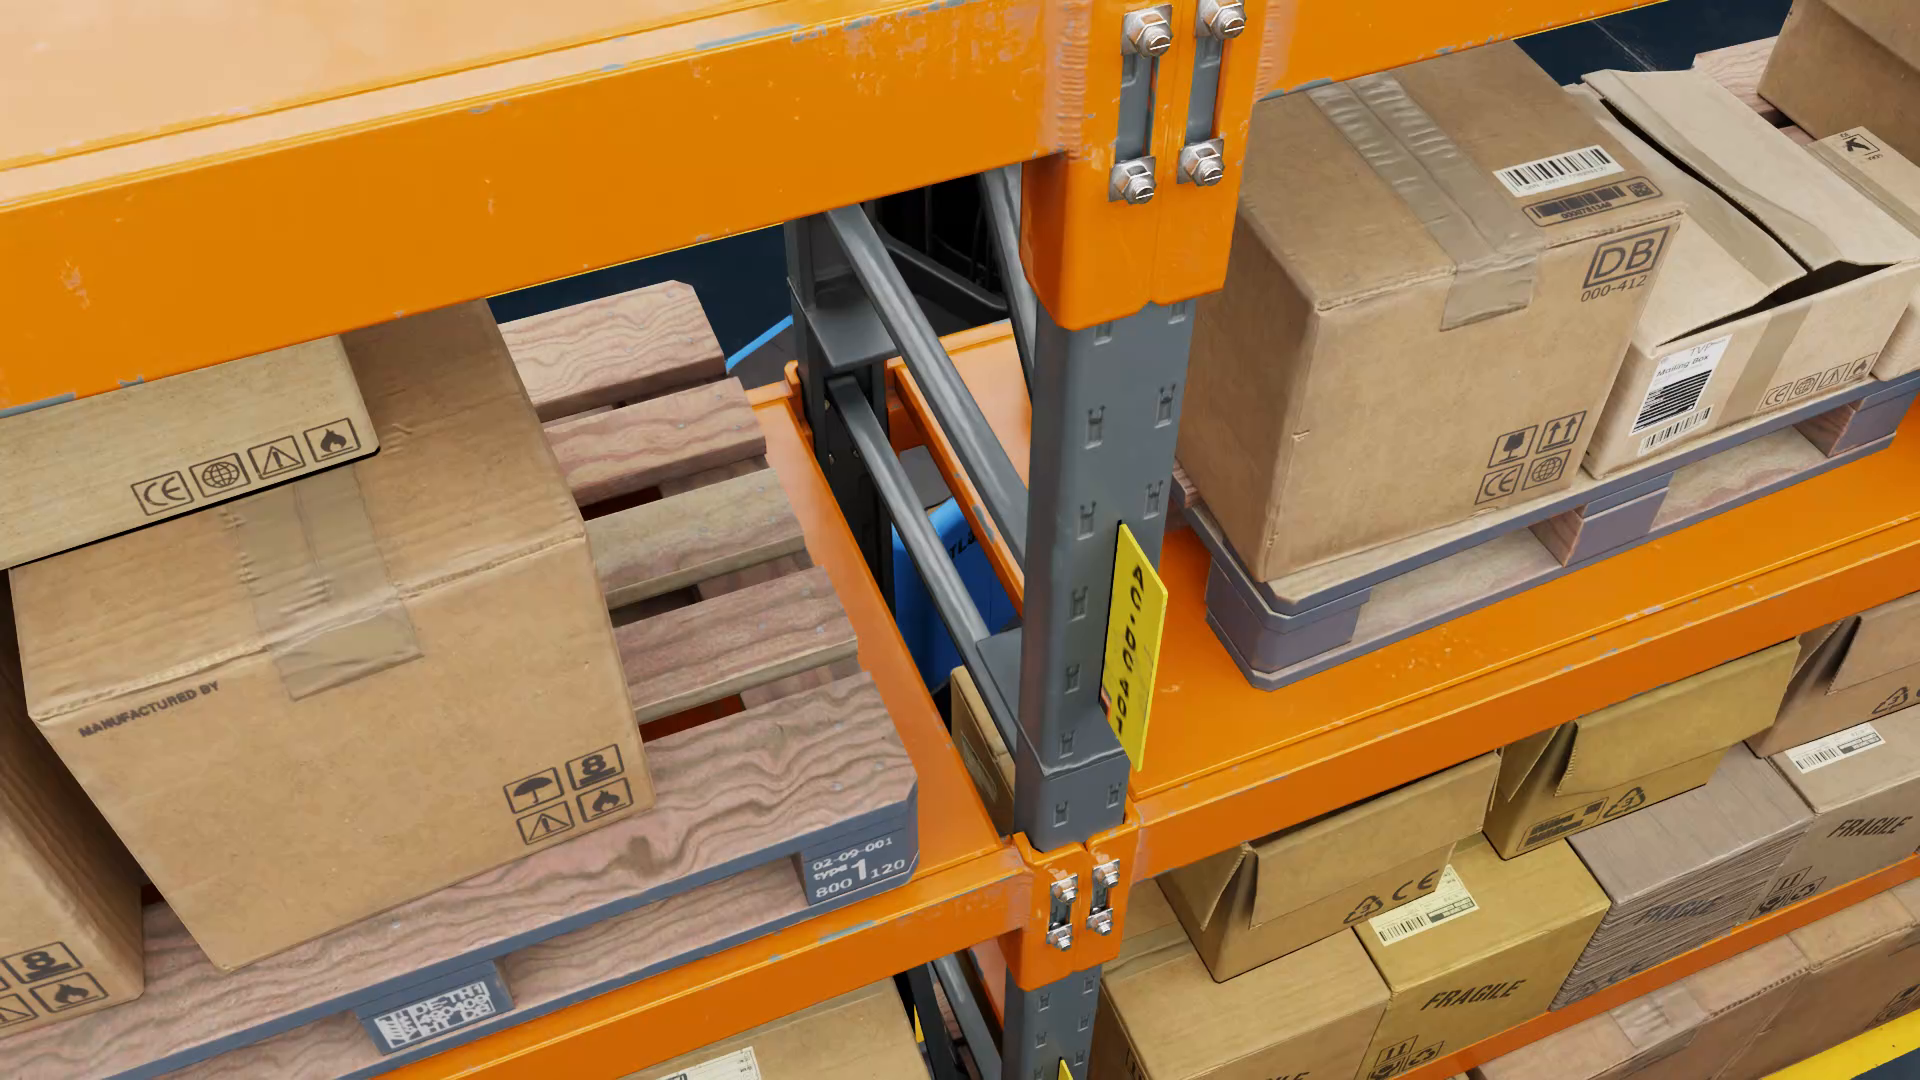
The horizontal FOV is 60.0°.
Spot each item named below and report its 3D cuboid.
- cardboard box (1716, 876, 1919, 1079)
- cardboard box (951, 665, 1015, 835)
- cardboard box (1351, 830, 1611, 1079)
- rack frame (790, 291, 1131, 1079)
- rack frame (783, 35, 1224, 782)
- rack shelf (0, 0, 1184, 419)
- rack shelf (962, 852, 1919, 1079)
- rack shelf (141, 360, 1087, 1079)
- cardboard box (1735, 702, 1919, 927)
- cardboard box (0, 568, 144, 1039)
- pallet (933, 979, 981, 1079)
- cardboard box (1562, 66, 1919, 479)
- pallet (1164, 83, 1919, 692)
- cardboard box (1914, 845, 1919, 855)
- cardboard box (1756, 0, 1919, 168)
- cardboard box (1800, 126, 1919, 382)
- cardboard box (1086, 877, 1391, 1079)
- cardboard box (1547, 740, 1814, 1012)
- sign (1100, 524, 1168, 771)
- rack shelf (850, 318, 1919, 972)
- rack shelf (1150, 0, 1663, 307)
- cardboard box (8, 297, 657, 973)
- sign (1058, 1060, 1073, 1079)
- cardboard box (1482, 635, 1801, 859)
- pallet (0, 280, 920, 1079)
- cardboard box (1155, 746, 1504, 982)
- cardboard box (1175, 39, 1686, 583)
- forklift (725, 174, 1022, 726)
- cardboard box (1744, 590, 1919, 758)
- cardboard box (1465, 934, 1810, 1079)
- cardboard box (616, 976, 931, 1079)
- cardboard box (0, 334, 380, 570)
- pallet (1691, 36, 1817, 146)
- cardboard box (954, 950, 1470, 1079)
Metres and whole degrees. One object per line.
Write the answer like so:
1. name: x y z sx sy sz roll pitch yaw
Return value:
1. cardboard box: 2.202 0.747 4.755 0.875 0.875 1.225 -17 51 -14
2. cardboard box: 0.303 0.547 3.737 0.500 0.500 0.500 -17 51 -14
3. cardboard box: 0.959 0.772 3.544 0.500 0.500 0.500 -17 51 -14
4. rack frame: -0.026 0.905 3.495 0.127 3.000 1.000 -17 52 -14
5. rack frame: -0.026 -1.049 1.219 0.127 3.000 1.000 -17 52 -14
6. rack shelf: -1.878 -0.111 1.151 4.000 0.370 1.077 -17 52 -14
7. rack shelf: 1.825 0.566 4.261 4.000 0.370 1.077 -17 52 -14
8. rack shelf: -1.878 0.736 2.138 4.000 0.370 1.077 -17 52 -14
9. cardboard box: 1.899 0.476 3.798 0.500 0.500 0.500 -16 51 -14
10. cardboard box: -1.228 0.144 1.763 0.500 0.500 0.700 -15 51 -12
11. pallet: 0.659 1.540 4.789 1.213 0.211 1.003 -17 52 -14
12. cardboard box: 1.023 -0.431 2.448 0.500 0.311 0.500 -19 52 -15
13. pallet: 0.804 -0.307 2.686 1.217 0.209 0.805 -19 52 -16
14. cardboard box: 2.370 0.331 3.923 0.500 0.500 0.500 -19 52 -15
15. cardboard box: 1.793 -0.789 2.628 0.637 0.503 0.797 -18 52 -15
16. cardboard box: 1.409 -0.449 2.570 0.250 0.149 0.380 -19 52 -16
17. cardboard box: 0.494 0.916 3.420 0.500 0.500 0.500 -17 51 -14
18. cardboard box: 1.422 0.628 3.667 0.500 0.500 0.500 -18 52 -15
19. sign: 0.185 0.123 1.797 0.005 0.325 0.100 -17 52 -14
20. rack shelf: 1.825 -0.411 3.123 4.000 0.370 1.077 -17 52 -14
21. rack shelf: 1.825 -1.258 2.137 4.000 0.370 1.077 -17 52 -14
22. cardboard box: -0.728 -0.007 1.893 0.500 0.500 0.700 -20 52 -16
23. sign: 0.185 0.987 2.802 0.005 0.325 0.100 -17 52 -14
24. cardboard box: 1.202 0.168 3.401 0.637 0.503 0.797 -17 51 -14
25. pallet: -0.788 0.184 2.196 1.213 0.211 1.003 -17 52 -14
26. cardboard box: 0.562 0.357 3.239 0.637 0.503 0.797 -18 52 -15
27. cardboard box: 0.507 -0.415 2.309 0.500 0.500 0.700 -16 51 -13
28. forklift: 0.469 -1.332 5.461 1.130 2.935 3.031 34 57 25
29. cardboard box: 1.771 -0.021 3.564 0.637 0.503 0.797 -16 51 -13
30. cardboard box: 1.385 1.006 4.532 0.875 0.875 1.225 -19 52 -15
31. cardboard box: -0.351 0.933 2.880 0.500 0.500 0.500 -16 51 -13
32. cardboard box: -0.900 -0.253 1.610 0.500 0.250 0.500 -20 52 -17
33. pallet: 2.066 -0.613 2.946 1.213 0.211 1.003 -15 51 -13
34. cardboard box: 0.558 1.263 4.312 0.875 0.875 1.225 -17 51 -14
